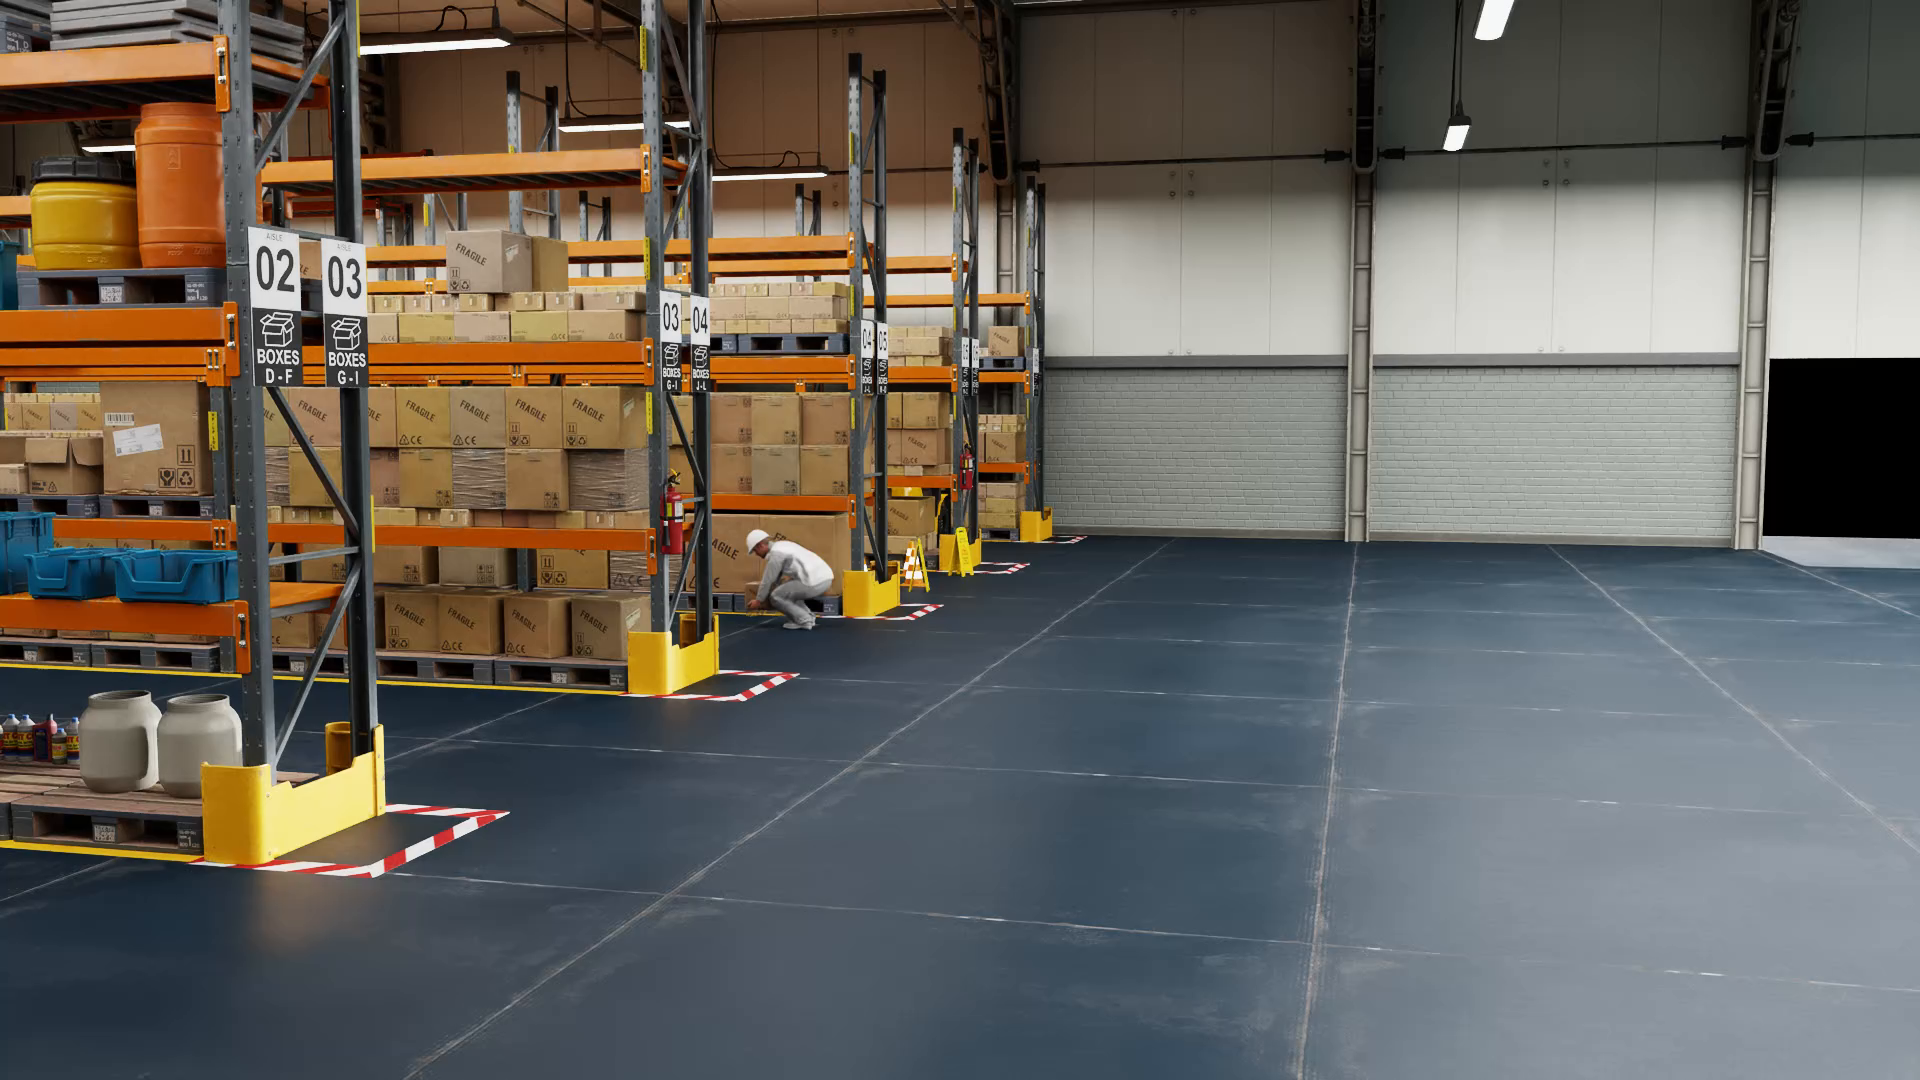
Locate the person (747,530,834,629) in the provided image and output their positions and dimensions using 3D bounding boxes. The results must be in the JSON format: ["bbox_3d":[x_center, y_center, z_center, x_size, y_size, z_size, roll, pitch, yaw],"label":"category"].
[{"bbox_3d":[-1.758,0.404,17.157,0.878,1.015,0.507,1,5,12],"label":"person"}]
